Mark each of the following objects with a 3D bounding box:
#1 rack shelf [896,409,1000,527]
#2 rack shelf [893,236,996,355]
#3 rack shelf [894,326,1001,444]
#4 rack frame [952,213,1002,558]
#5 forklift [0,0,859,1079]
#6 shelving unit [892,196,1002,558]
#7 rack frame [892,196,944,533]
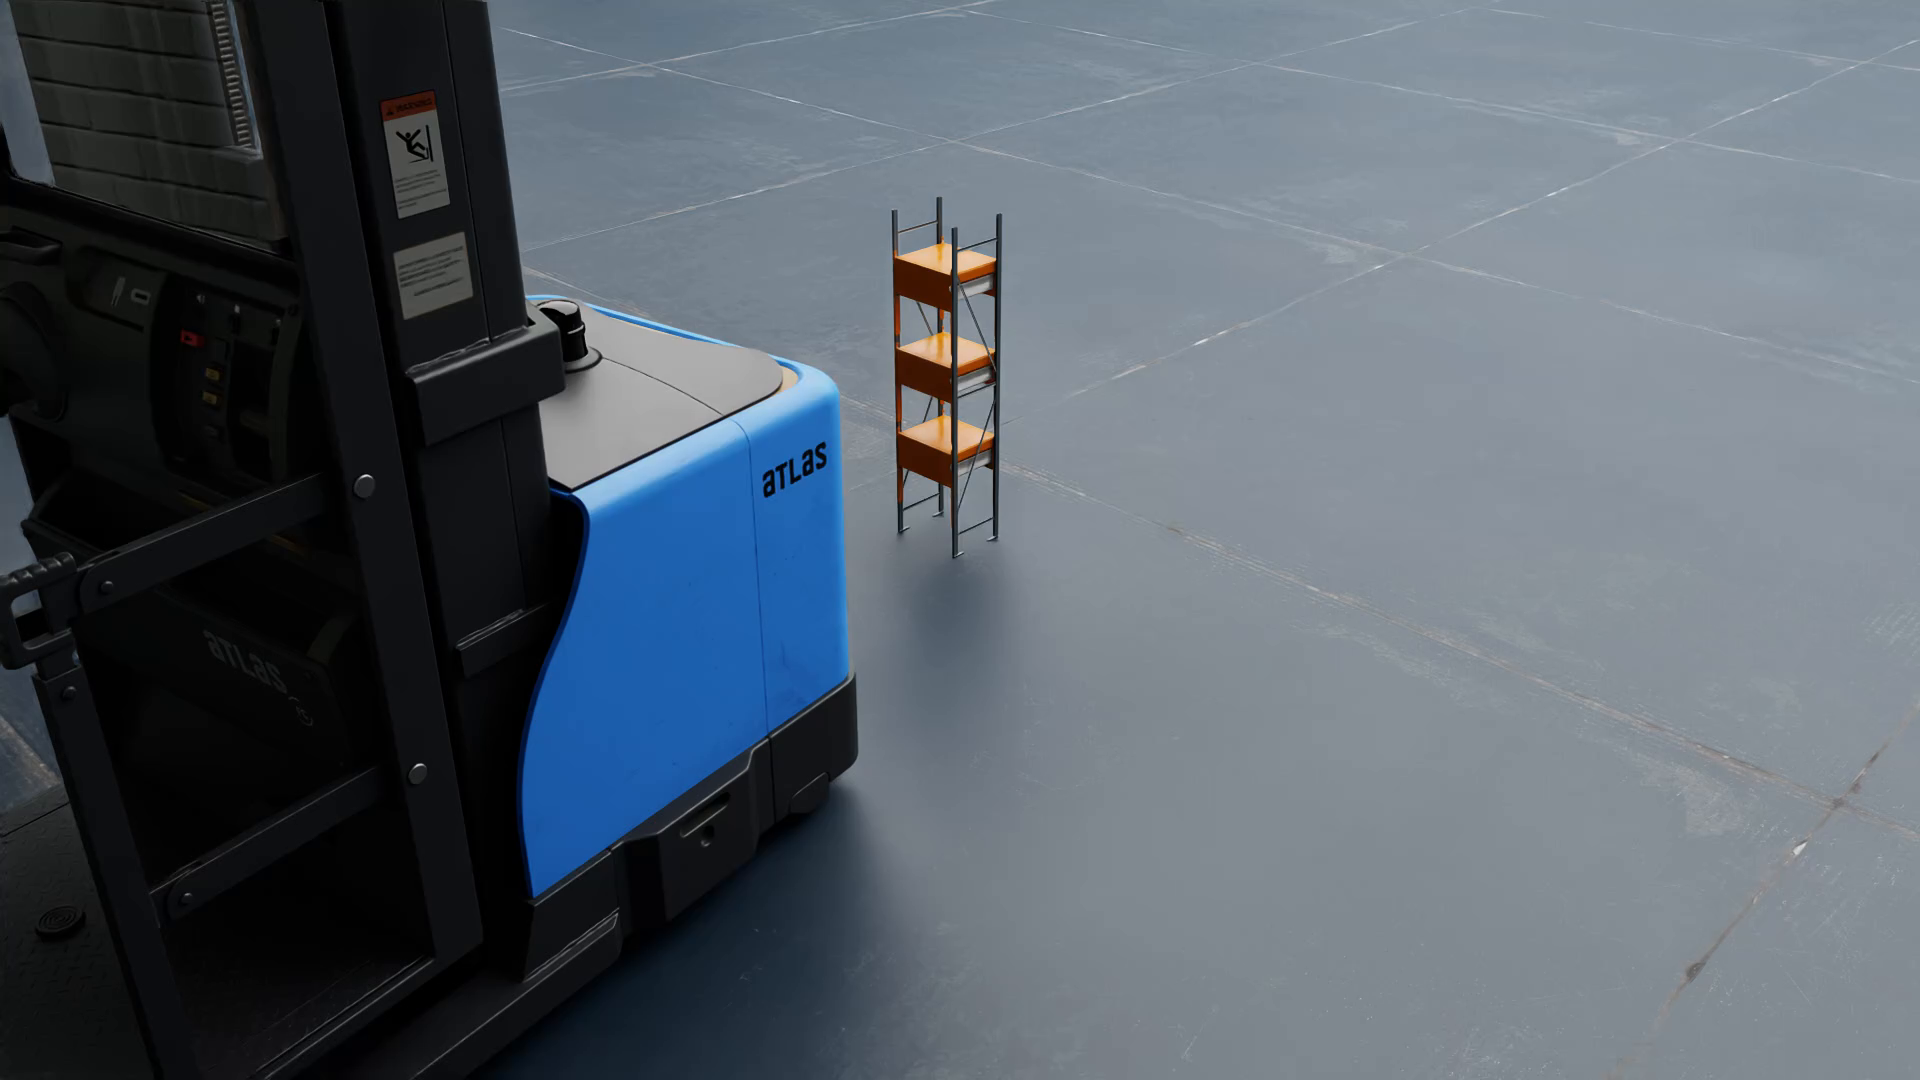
[{"bbox_3d":[-0.038,-0.227,5.173,0.240,0.259,0.215,25,36,38],"label":"rack shelf"},{"bbox_3d":[-0.038,-0.724,4.912,0.240,0.259,0.215,25,36,38],"label":"rack shelf"},{"bbox_3d":[-0.038,-0.473,5.044,0.240,0.259,0.215,25,36,38],"label":"rack shelf"},{"bbox_3d":[0.049,-0.442,4.963,0.008,1.050,0.200,25,36,38],"label":"rack frame"},{"bbox_3d":[-1.512,-0.286,2.645,1.130,2.935,3.031,18,33,31],"label":"forklift"},{"bbox_3d":[-0.038,-0.482,5.039,0.252,1.050,0.215,25,36,38],"label":"shelving unit"},{"bbox_3d":[-0.125,-0.522,5.115,0.008,1.050,0.200,25,36,38],"label":"rack frame"}]
